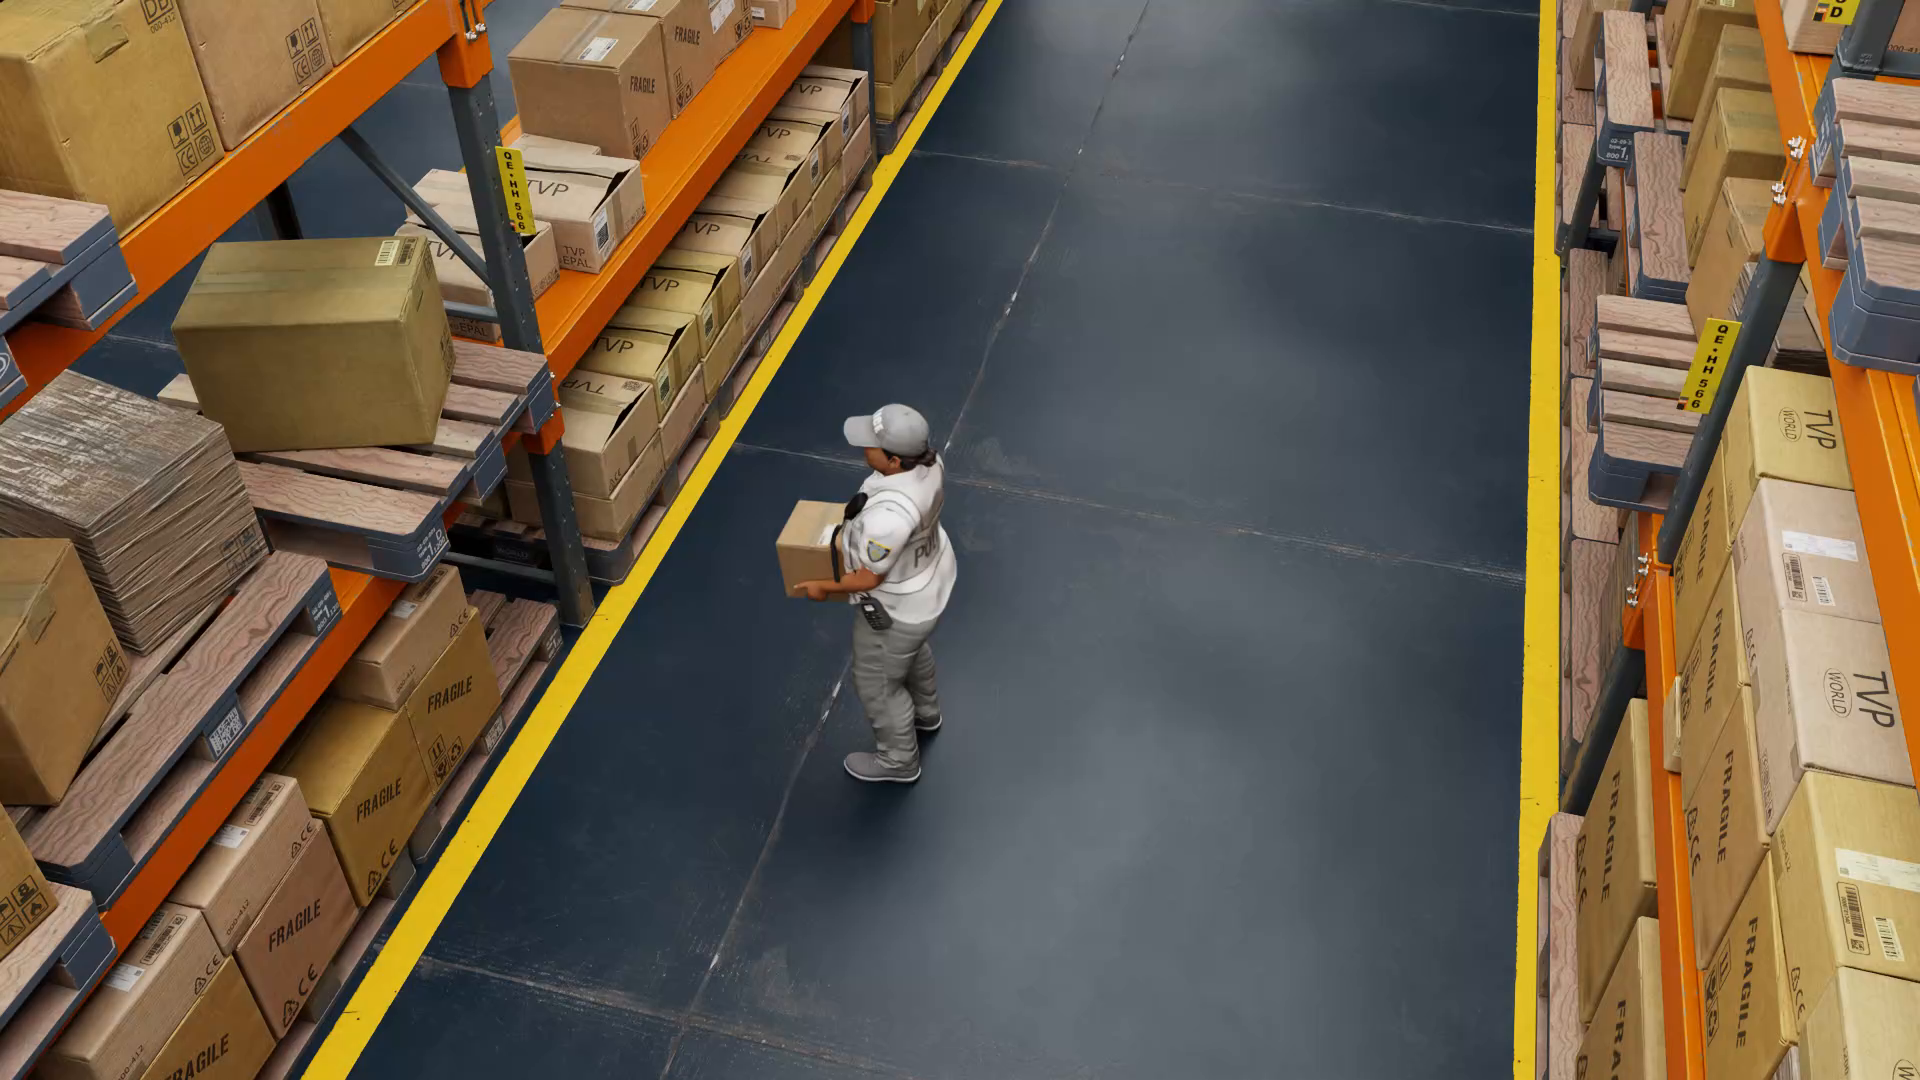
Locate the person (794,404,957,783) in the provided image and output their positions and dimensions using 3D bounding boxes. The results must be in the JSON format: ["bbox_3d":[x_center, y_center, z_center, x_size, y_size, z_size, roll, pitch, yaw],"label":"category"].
[{"bbox_3d":[-0.291,0.180,5.950,0.536,1.664,0.471,10,42,11],"label":"person"}]
